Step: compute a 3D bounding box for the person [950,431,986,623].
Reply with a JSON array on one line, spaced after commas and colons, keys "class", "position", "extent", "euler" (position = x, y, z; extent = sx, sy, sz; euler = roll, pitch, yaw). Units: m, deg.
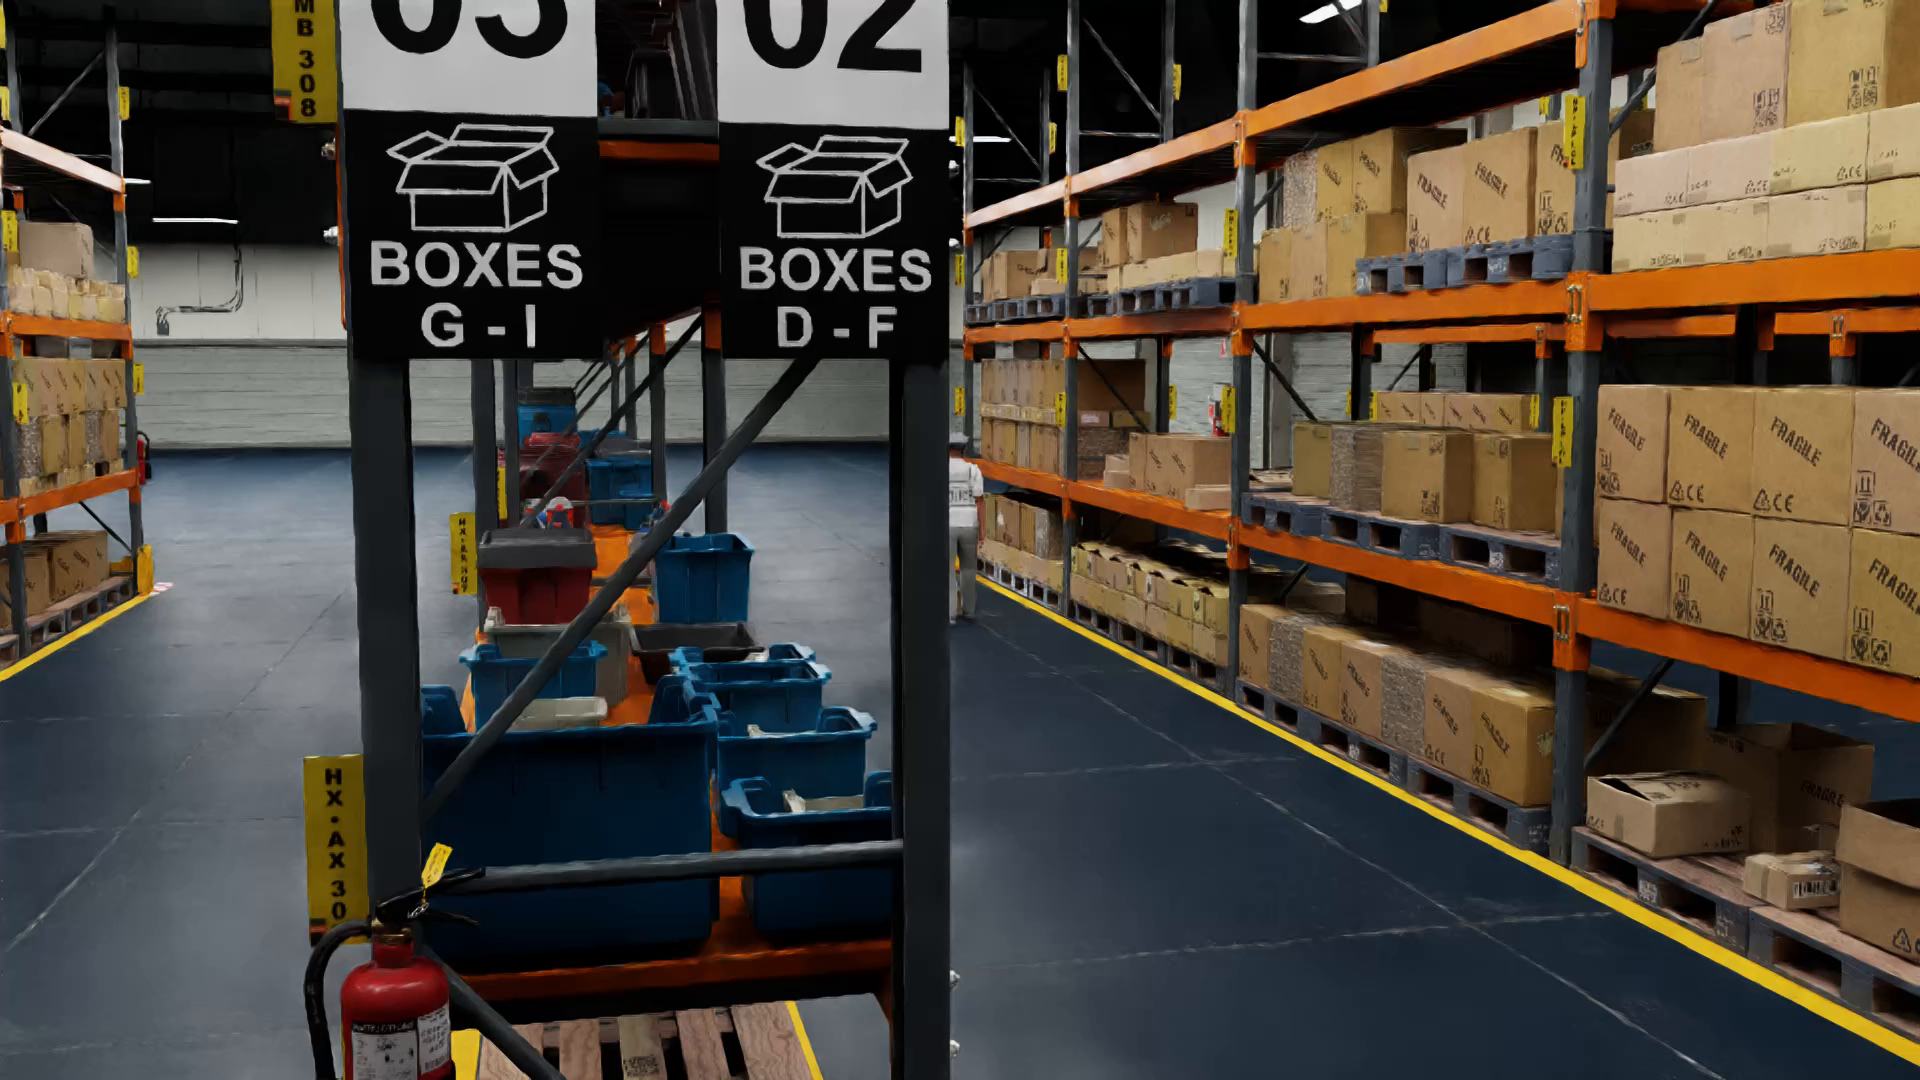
[{"class": "person", "position": [-0.063, -0.127, 15.476], "extent": [0.539, 1.760, 0.683], "euler": [-1, 6, -12]}]
